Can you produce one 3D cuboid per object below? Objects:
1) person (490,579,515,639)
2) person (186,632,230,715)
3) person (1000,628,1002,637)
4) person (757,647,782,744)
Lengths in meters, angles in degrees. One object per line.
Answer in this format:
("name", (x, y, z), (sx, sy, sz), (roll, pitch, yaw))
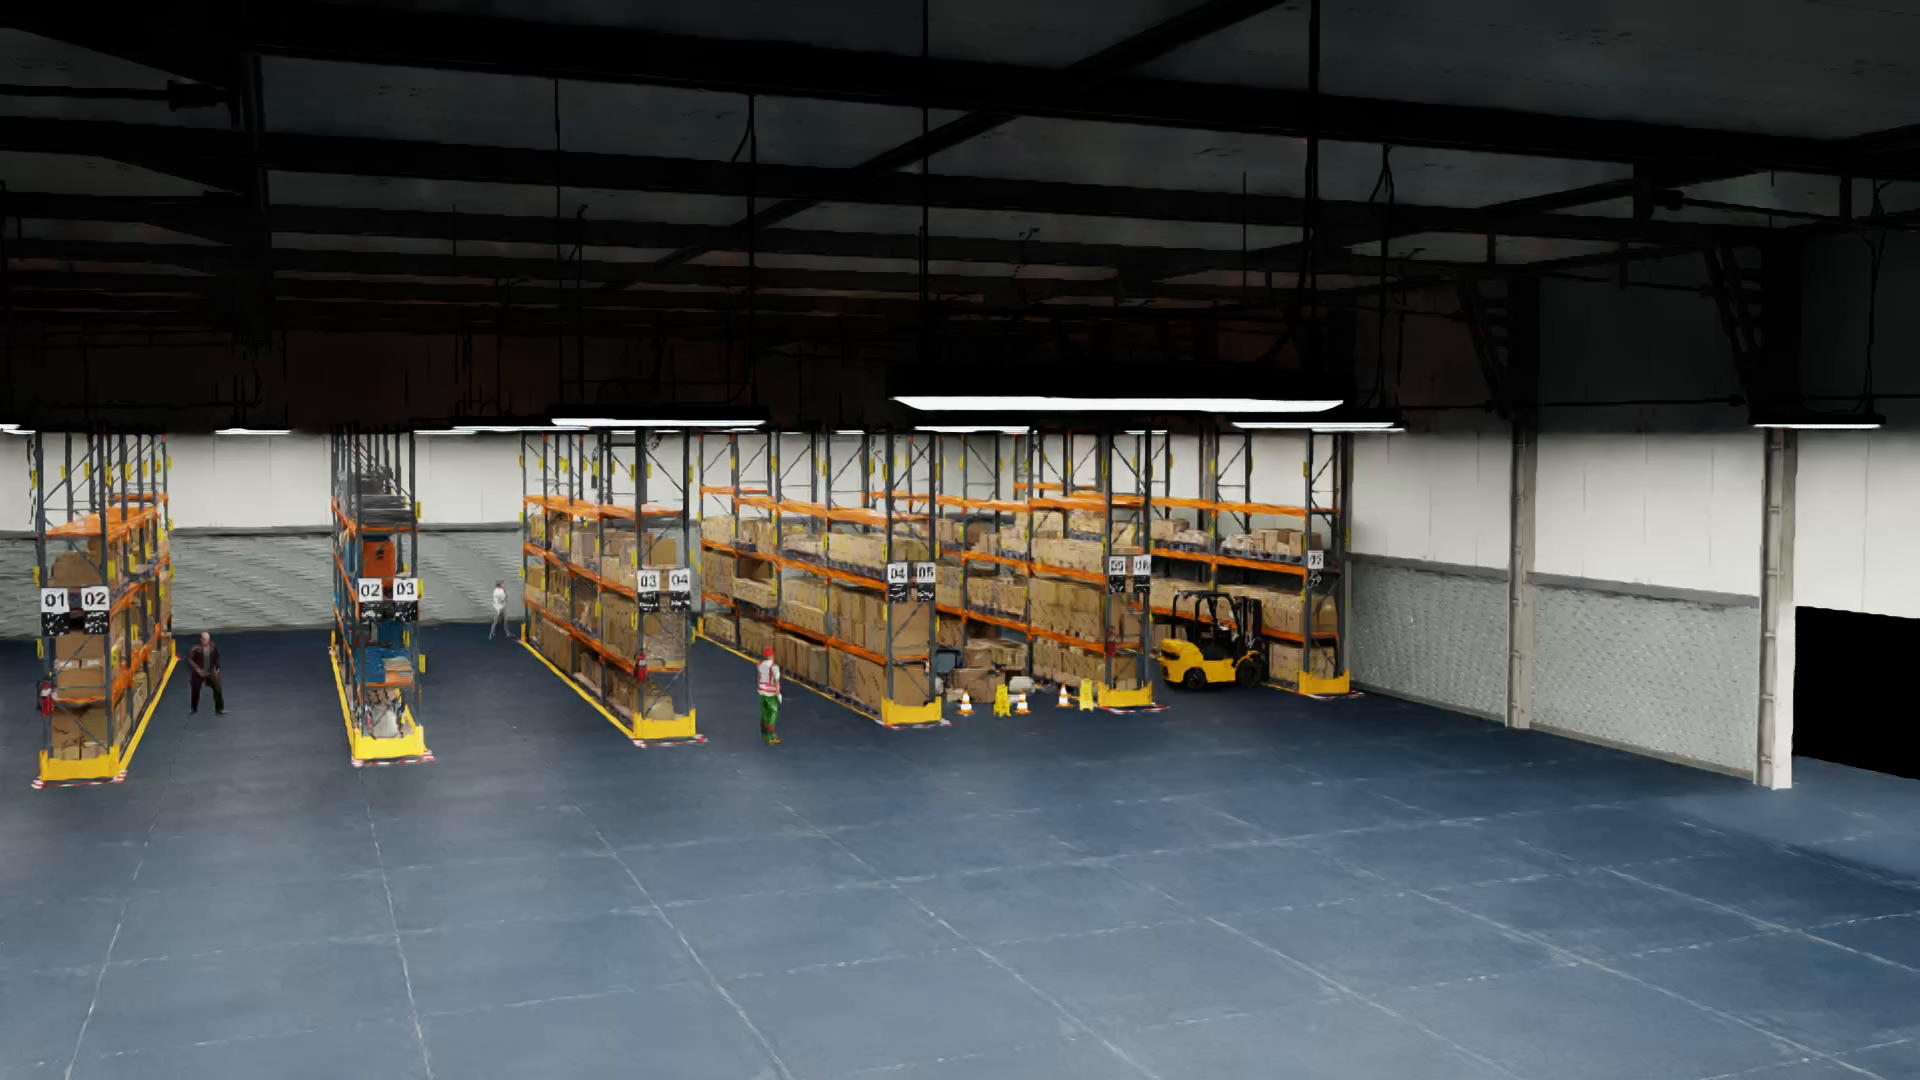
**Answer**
("person", (-13.009, 1.934, 47.110), (0.547, 1.672, 0.685), (1, 4, 13))
("person", (-15.456, 2.730, 34.028), (0.736, 1.715, 0.896), (-3, 5, -38))
("person", (0.928, 1.991, 46.791), (0.522, 1.591, 0.523), (0, 4, 8))
("person", (-3.524, 2.874, 31.005), (0.601, 1.788, 0.452), (3, 5, 40))
